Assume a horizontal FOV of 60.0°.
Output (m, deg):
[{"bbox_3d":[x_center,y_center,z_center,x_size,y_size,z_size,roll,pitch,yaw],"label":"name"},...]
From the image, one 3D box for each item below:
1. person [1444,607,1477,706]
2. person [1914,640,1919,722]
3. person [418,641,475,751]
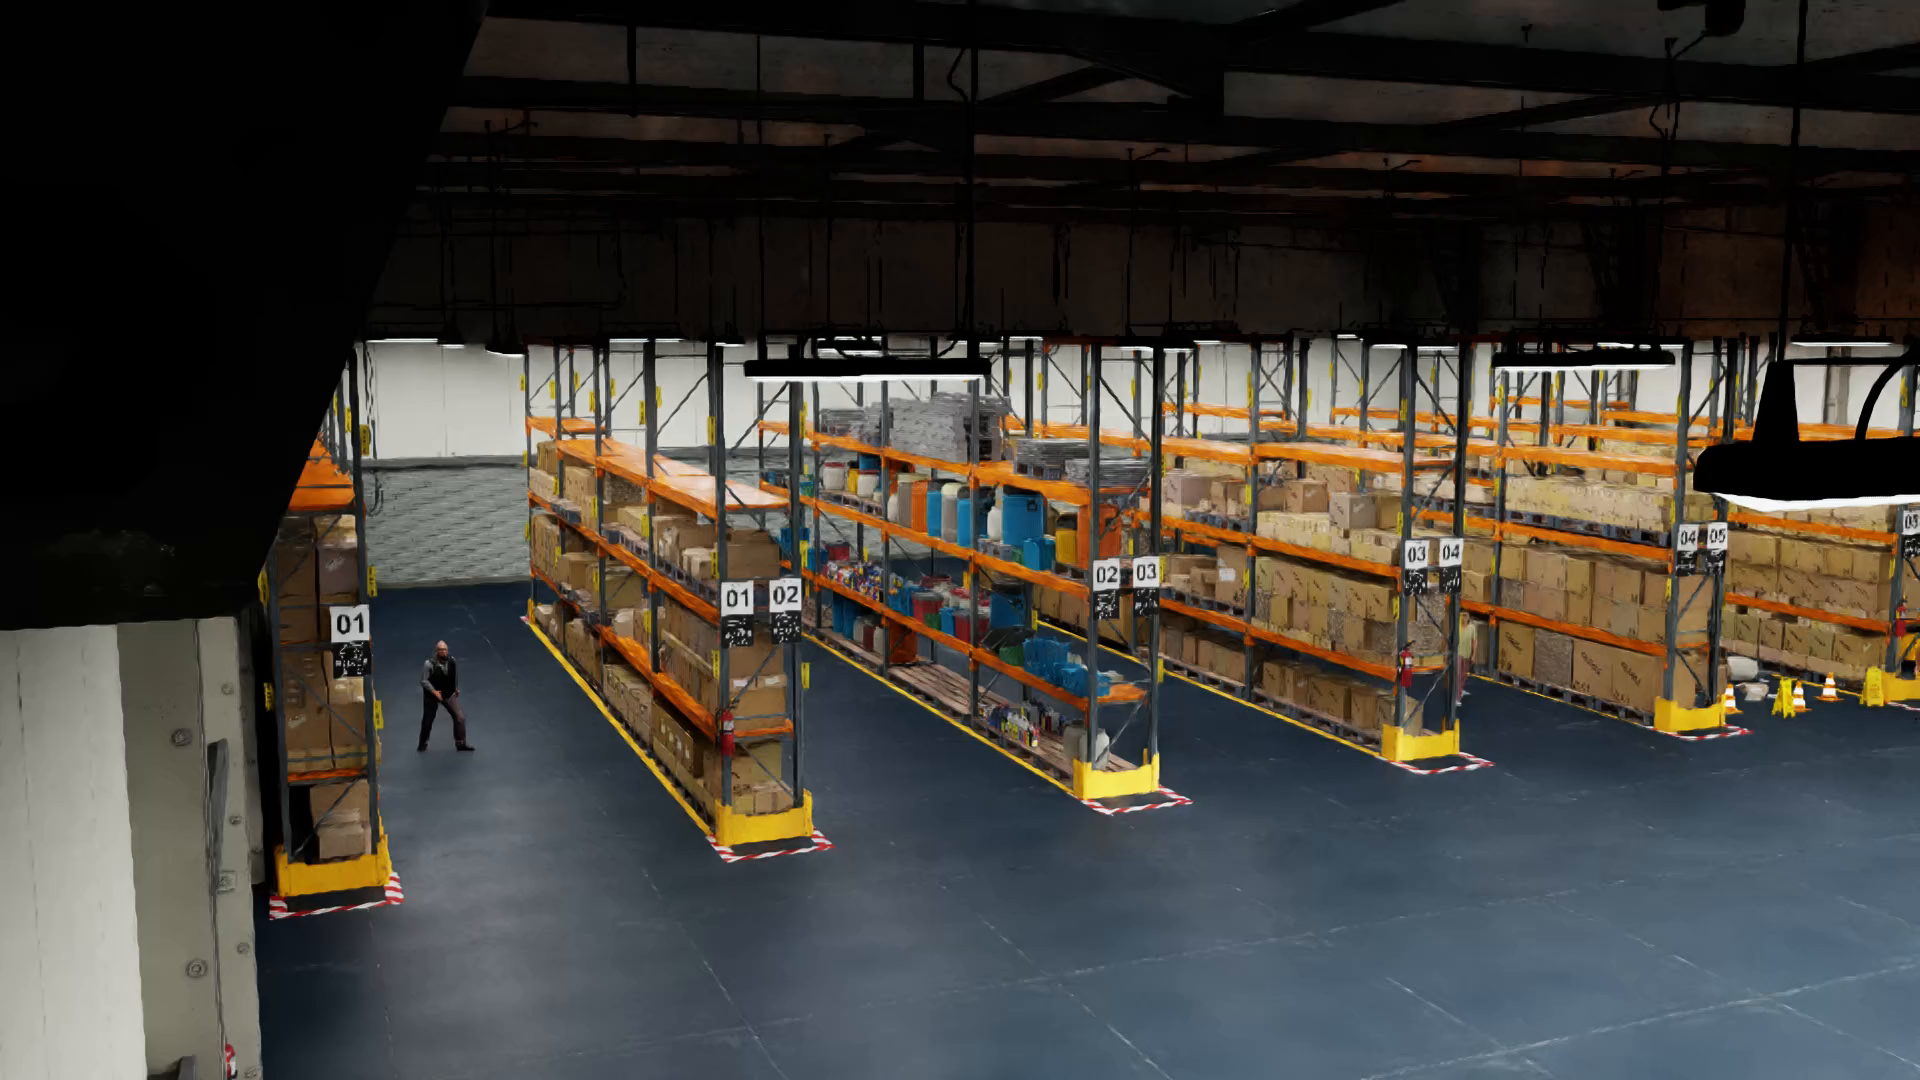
[{"bbox_3d":[8.280,1.888,27.472,0.483,1.610,0.954,0,8,-2],"label":"person"},{"bbox_3d":[15.381,2.008,26.143,0.652,1.739,0.552,6,10,38],"label":"person"},{"bbox_3d":[-7.599,2.276,24.339,0.682,1.661,0.844,-6,10,-39],"label":"person"}]
